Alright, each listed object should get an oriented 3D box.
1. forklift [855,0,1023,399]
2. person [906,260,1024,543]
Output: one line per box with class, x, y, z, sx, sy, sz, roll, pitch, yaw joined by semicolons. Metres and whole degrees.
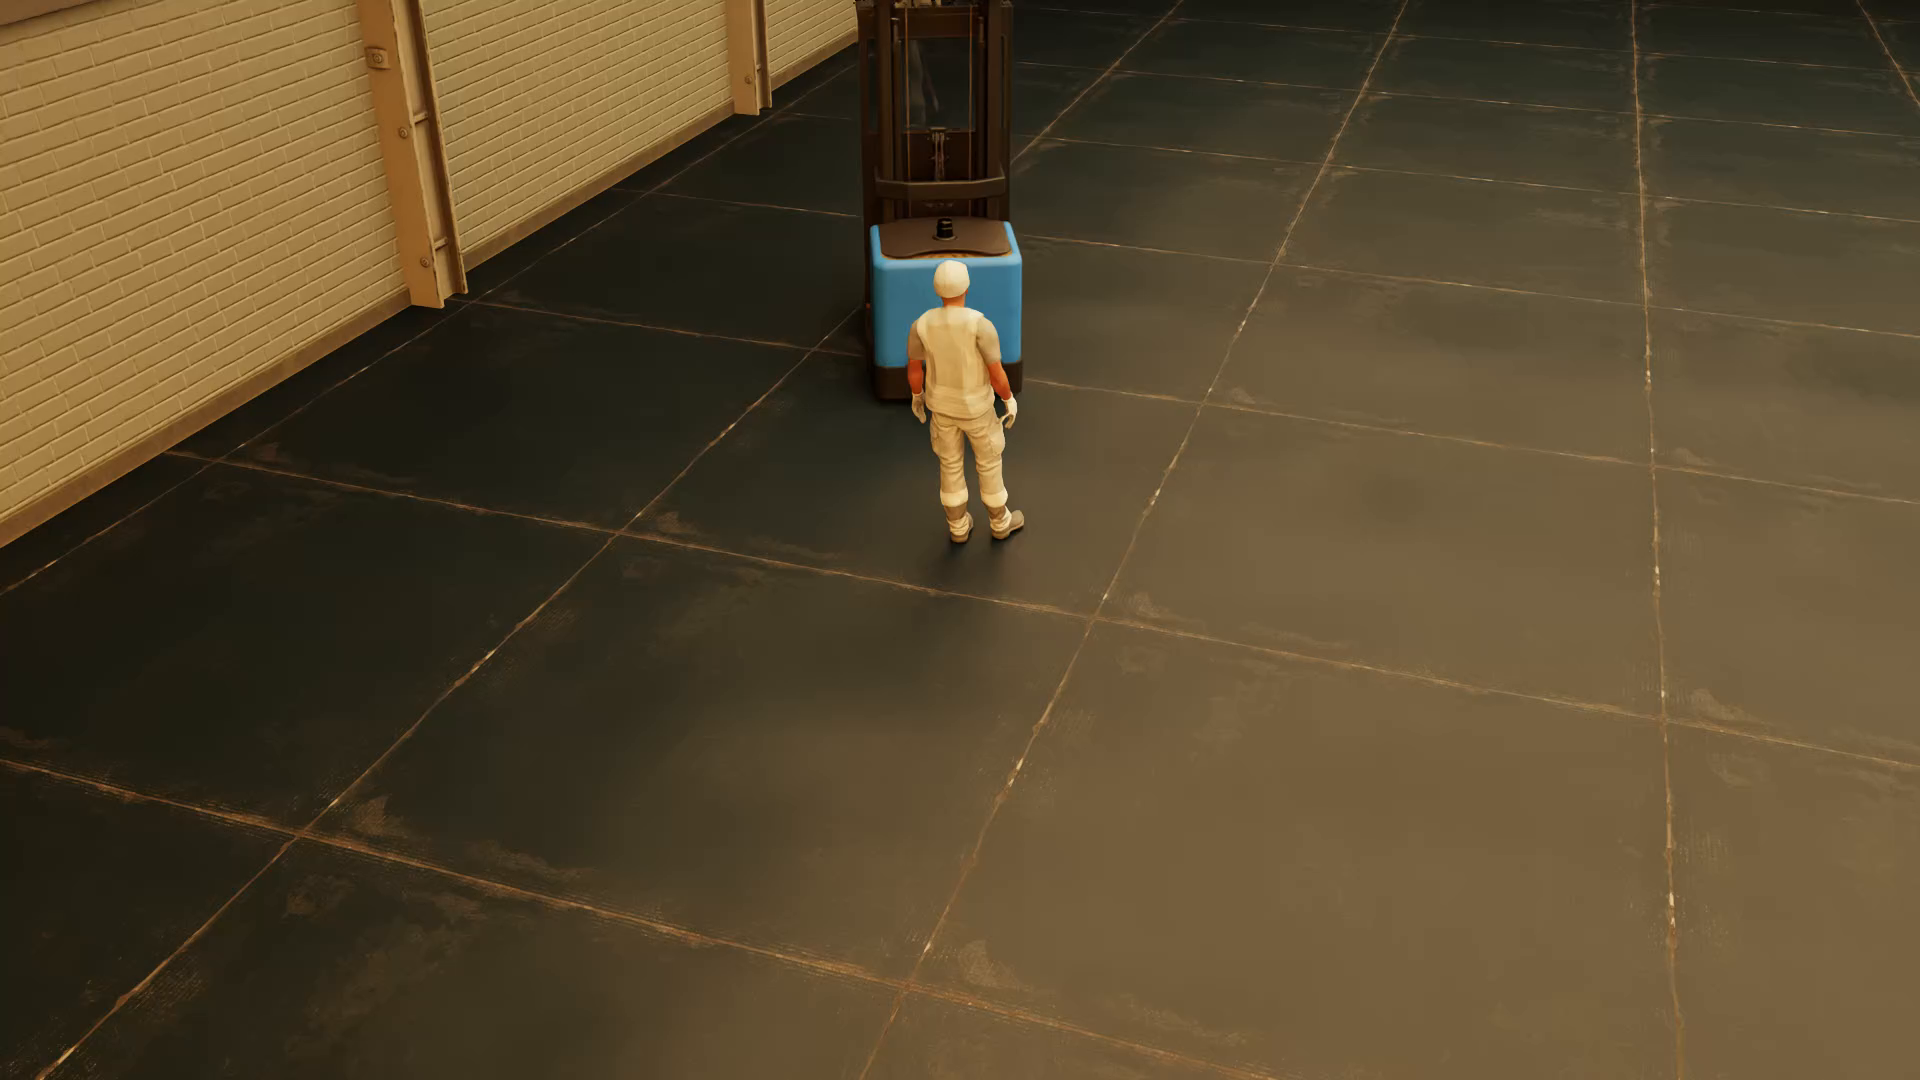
forklift;-0.195;-2.965;12.338;1.130;2.935;3.031;-2;30;-4
person;0.037;-0.819;9.712;0.638;1.787;0.564;10;31;16
